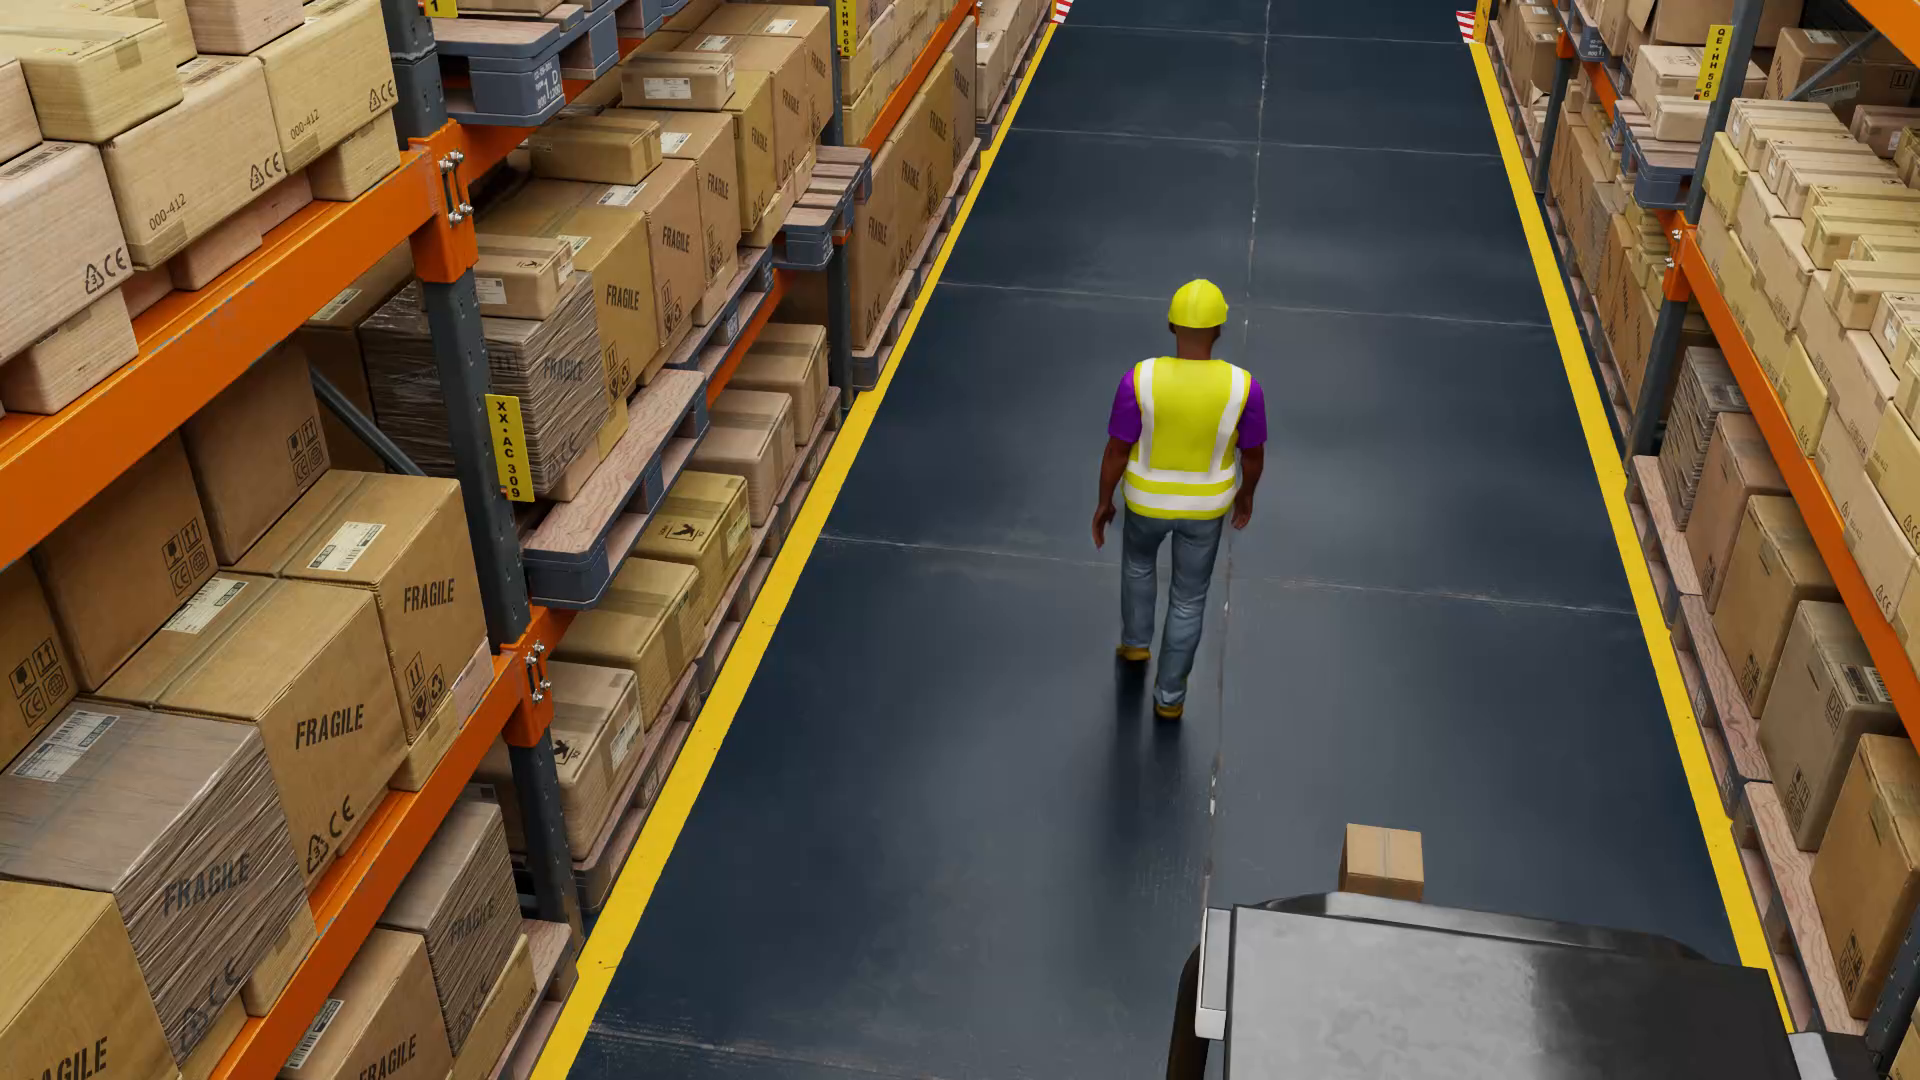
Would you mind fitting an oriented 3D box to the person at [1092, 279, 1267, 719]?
[{"bbox_3d":[0.831,-0.138,6.367,0.620,1.835,0.596,5,33,8],"label":"person"}]
